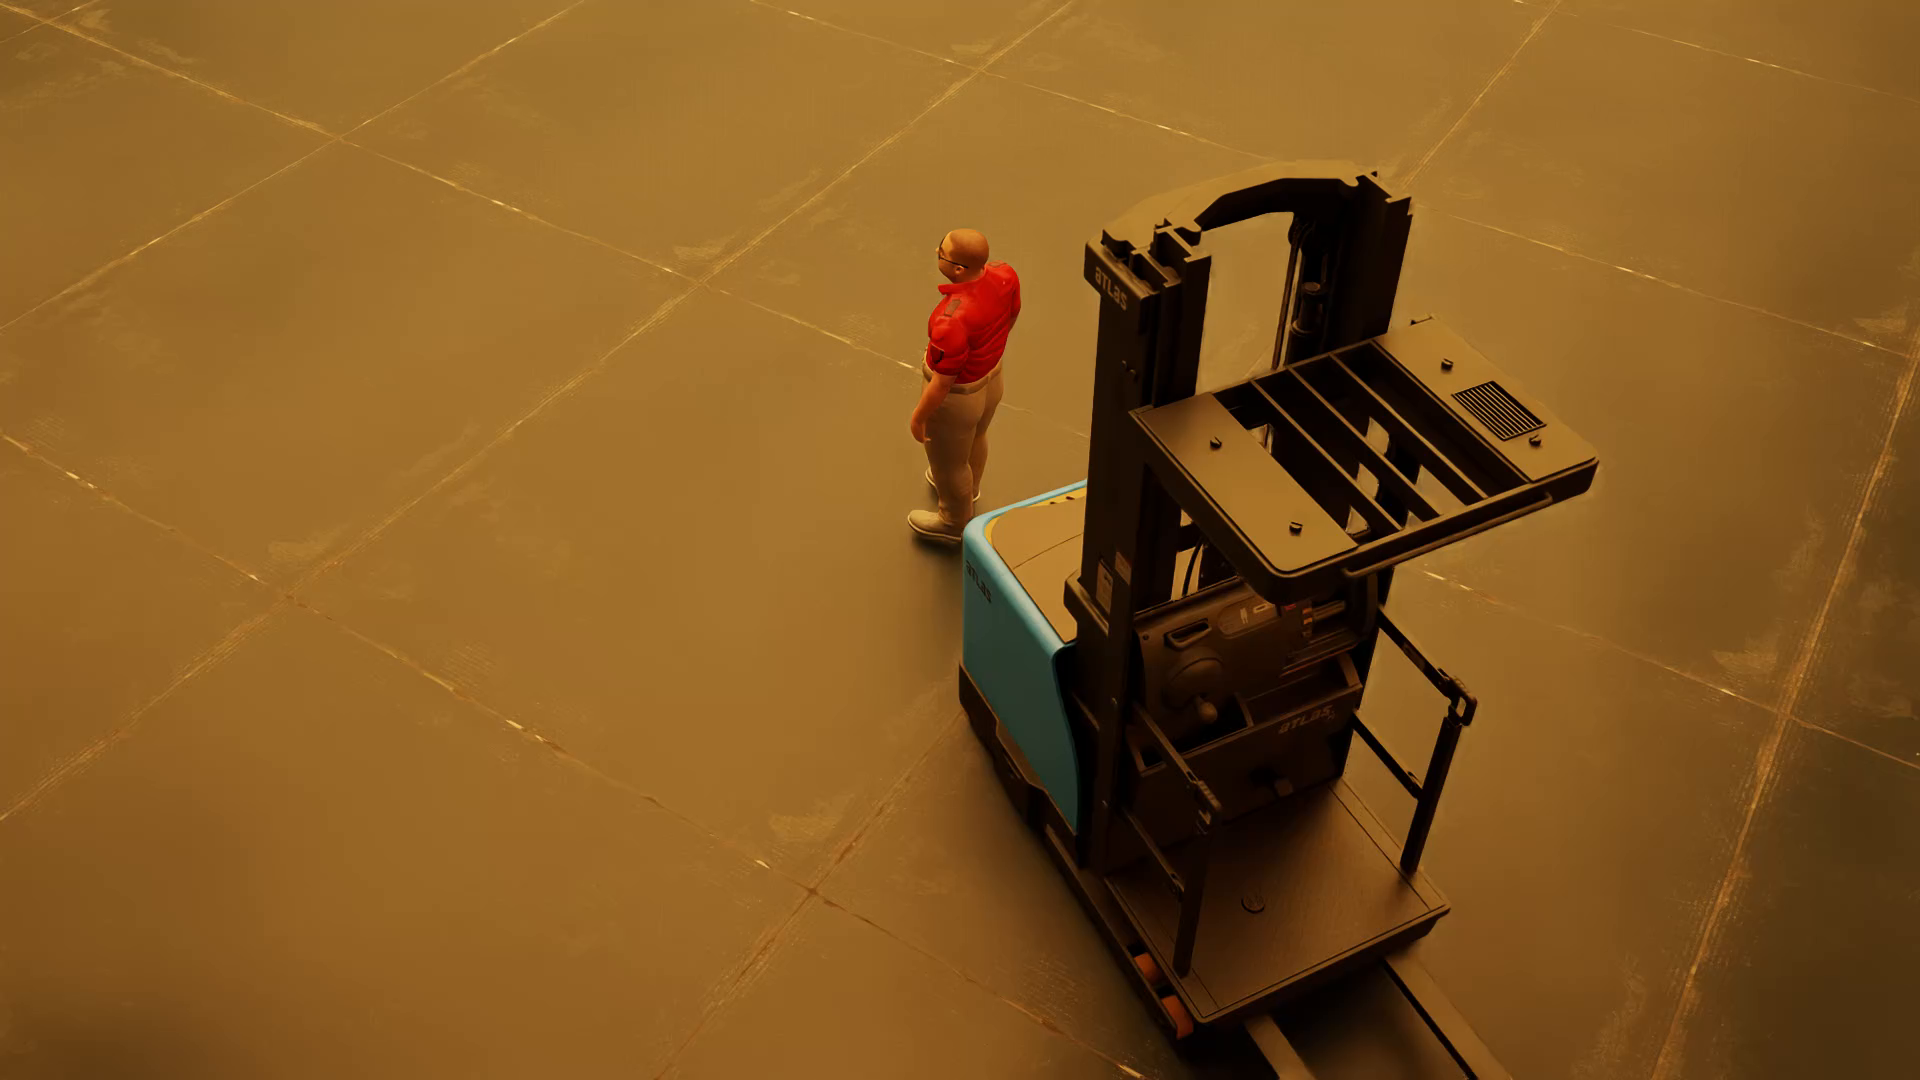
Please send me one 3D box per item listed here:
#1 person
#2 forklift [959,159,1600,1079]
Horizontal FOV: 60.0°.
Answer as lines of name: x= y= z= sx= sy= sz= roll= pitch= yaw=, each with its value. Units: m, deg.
person: x=-0.069 y=-0.702 z=7.394 sx=0.551 sy=1.728 sz=0.640 roll=24 pitch=48 yaw=23
forklift: x=1.101 y=0.401 z=5.425 sx=1.130 sy=2.935 sz=3.031 roll=-19 pitch=47 yaw=-19
